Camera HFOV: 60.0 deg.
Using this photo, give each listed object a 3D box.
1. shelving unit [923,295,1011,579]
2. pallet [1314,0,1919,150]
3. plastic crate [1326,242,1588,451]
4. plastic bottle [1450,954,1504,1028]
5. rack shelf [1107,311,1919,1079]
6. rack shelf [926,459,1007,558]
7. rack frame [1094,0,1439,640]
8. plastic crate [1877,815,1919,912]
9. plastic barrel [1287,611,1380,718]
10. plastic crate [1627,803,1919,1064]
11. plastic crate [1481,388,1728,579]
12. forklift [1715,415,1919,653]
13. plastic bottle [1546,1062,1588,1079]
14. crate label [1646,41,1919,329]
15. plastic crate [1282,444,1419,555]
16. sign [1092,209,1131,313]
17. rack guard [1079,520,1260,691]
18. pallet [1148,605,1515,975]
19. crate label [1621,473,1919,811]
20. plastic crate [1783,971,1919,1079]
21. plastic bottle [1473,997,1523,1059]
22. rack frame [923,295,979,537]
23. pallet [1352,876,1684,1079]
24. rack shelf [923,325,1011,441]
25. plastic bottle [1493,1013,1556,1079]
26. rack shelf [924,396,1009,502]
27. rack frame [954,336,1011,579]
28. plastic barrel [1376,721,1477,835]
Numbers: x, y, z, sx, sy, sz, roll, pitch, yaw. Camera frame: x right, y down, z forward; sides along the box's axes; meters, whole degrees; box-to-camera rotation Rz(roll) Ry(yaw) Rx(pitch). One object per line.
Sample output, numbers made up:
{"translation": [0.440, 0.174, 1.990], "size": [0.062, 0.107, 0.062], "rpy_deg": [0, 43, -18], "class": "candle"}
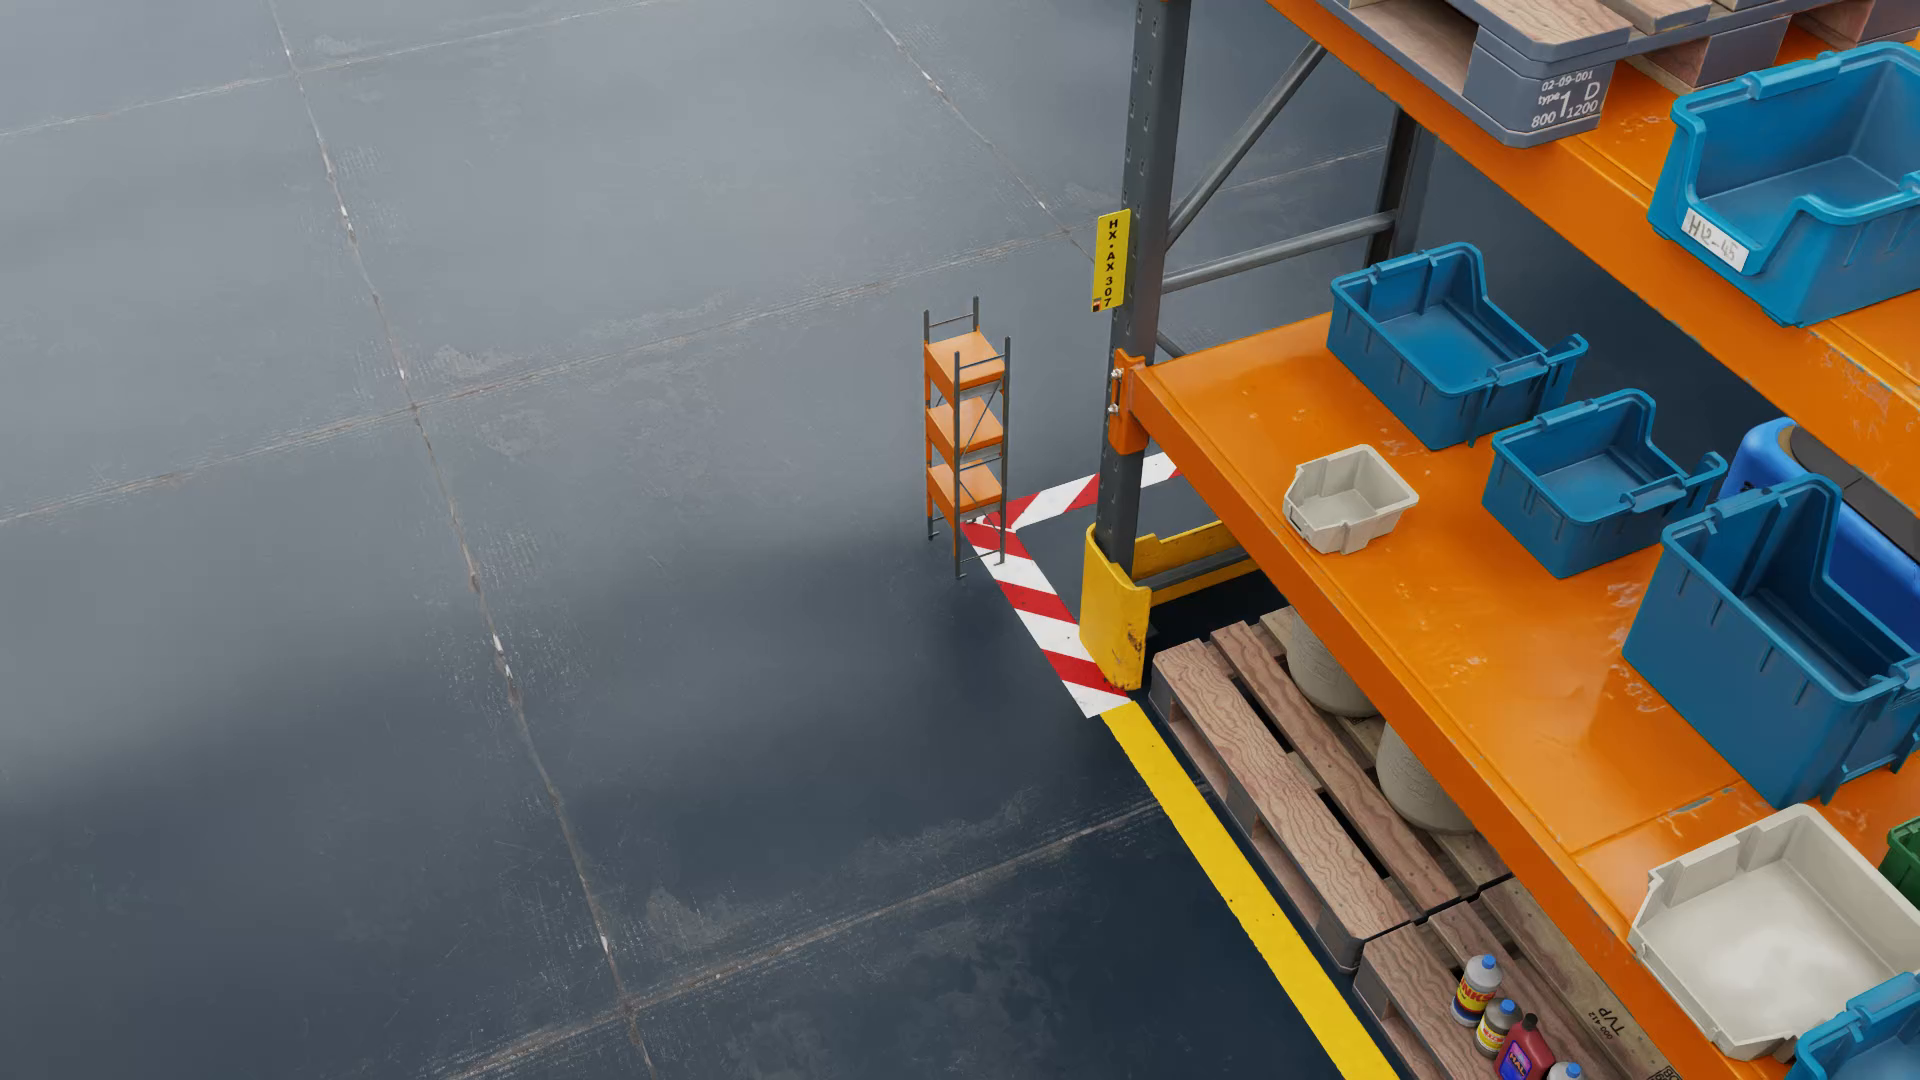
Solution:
{"translation": [0.022, -0.340, 5.847], "size": [0.215, 1.050, 0.252], "rpy_deg": [-18, 47, -17], "class": "shelving unit"}
{"translation": [1.188, -1.295, 3.425], "size": [1.003, 0.211, 1.213], "rpy_deg": [-18, 47, -17], "class": "pallet"}
{"translation": [1.411, -0.567, 4.795], "size": [0.499, 0.251, 0.616], "rpy_deg": [-18, 47, -17], "class": "plastic crate"}
{"translation": [1.408, 1.212, 4.516], "size": [0.097, 0.271, 0.097], "rpy_deg": [0, 45, 0], "class": "plastic bottle"}
{"translation": [1.770, 0.680, 3.937], "size": [1.077, 0.370, 4.000], "rpy_deg": [-18, 47, -17], "class": "rack shelf"}
{"translation": [0.022, -0.134, 6.049], "size": [0.215, 0.259, 0.240], "rpy_deg": [-18, 47, -17], "class": "rack shelf"}
{"translation": [0.929, -0.850, 4.976], "size": [1.000, 3.000, 0.127], "rpy_deg": [-18, 47, -17], "class": "rack frame"}
{"translation": [2.296, 0.826, 3.428], "size": [0.450, 0.188, 0.662], "rpy_deg": [-18, 47, -17], "class": "plastic crate"}
{"translation": [1.275, 0.283, 5.300], "size": [0.421, 0.512, 0.421], "rpy_deg": [0, 45, 0], "class": "plastic barrel"}
{"translation": [1.698, 0.833, 3.458], "size": [0.530, 0.136, 0.437], "rpy_deg": [-18, 47, -17], "class": "plastic crate"}
{"translation": [1.679, -0.151, 4.374], "size": [0.499, 0.251, 0.408], "rpy_deg": [-18, 47, -17], "class": "plastic crate"}
{"translation": [3.428, 0.198, 3.963], "size": [1.130, 2.935, 3.031], "rpy_deg": [-17, 47, -17], "class": "forklift"}
{"translation": [1.553, 1.430, 4.294], "size": [0.097, 0.271, 0.097], "rpy_deg": [0, 45, 0], "class": "plastic bottle"}
{"translation": [1.416, -0.575, 2.667], "size": [0.502, 0.251, 0.408], "rpy_deg": [-18, 47, -17], "class": "crate label"}
{"translation": [1.013, -0.091, 4.394], "size": [0.298, 0.136, 0.250], "rpy_deg": [-18, 47, -17], "class": "plastic crate"}
{"translation": [0.428, -0.789, 4.717], "size": [0.100, 0.325, 0.005], "rpy_deg": [-18, 47, -17], "class": "sign"}
{"translation": [1.003, 0.074, 5.819], "size": [1.175, 0.500, 0.348], "rpy_deg": [-18, 47, -17], "class": "rack guard"}
{"translation": [1.340, 0.696, 5.394], "size": [1.003, 0.211, 1.213], "rpy_deg": [-18, 47, -17], "class": "pallet"}
{"translation": [1.948, 0.230, 3.856], "size": [0.502, 0.435, 0.616], "rpy_deg": [-18, 47, -17], "class": "crate label"}
{"translation": [1.899, 1.127, 3.078], "size": [0.499, 0.251, 0.616], "rpy_deg": [-18, 47, -17], "class": "plastic crate"}
{"translation": [1.452, 1.303, 4.473], "size": [0.097, 0.201, 0.097], "rpy_deg": [0, 45, 0], "class": "plastic bottle"}
{"translation": [-0.029, -0.417, 5.925], "size": [0.200, 1.050, 0.008], "rpy_deg": [-18, 47, -17], "class": "rack frame"}
{"translation": [1.849, 1.472, 4.607], "size": [1.003, 0.211, 1.213], "rpy_deg": [-18, 47, -17], "class": "pallet"}
{"translation": [0.022, -0.534, 5.655], "size": [0.215, 0.259, 0.240], "rpy_deg": [-18, 47, -17], "class": "rack shelf"}
{"translation": [1.487, 1.357, 4.360], "size": [0.061, 0.283, 0.133], "rpy_deg": [-17, 47, -17], "class": "plastic bottle"}
{"translation": [0.022, -0.332, 5.854], "size": [0.215, 0.259, 0.240], "rpy_deg": [-18, 47, -17], "class": "rack shelf"}
{"translation": [0.073, -0.262, 5.768], "size": [0.200, 1.050, 0.008], "rpy_deg": [-18, 47, -17], "class": "rack frame"}
{"translation": [1.486, 0.602, 4.977], "size": [0.421, 0.512, 0.421], "rpy_deg": [0, 45, 0], "class": "plastic barrel"}
